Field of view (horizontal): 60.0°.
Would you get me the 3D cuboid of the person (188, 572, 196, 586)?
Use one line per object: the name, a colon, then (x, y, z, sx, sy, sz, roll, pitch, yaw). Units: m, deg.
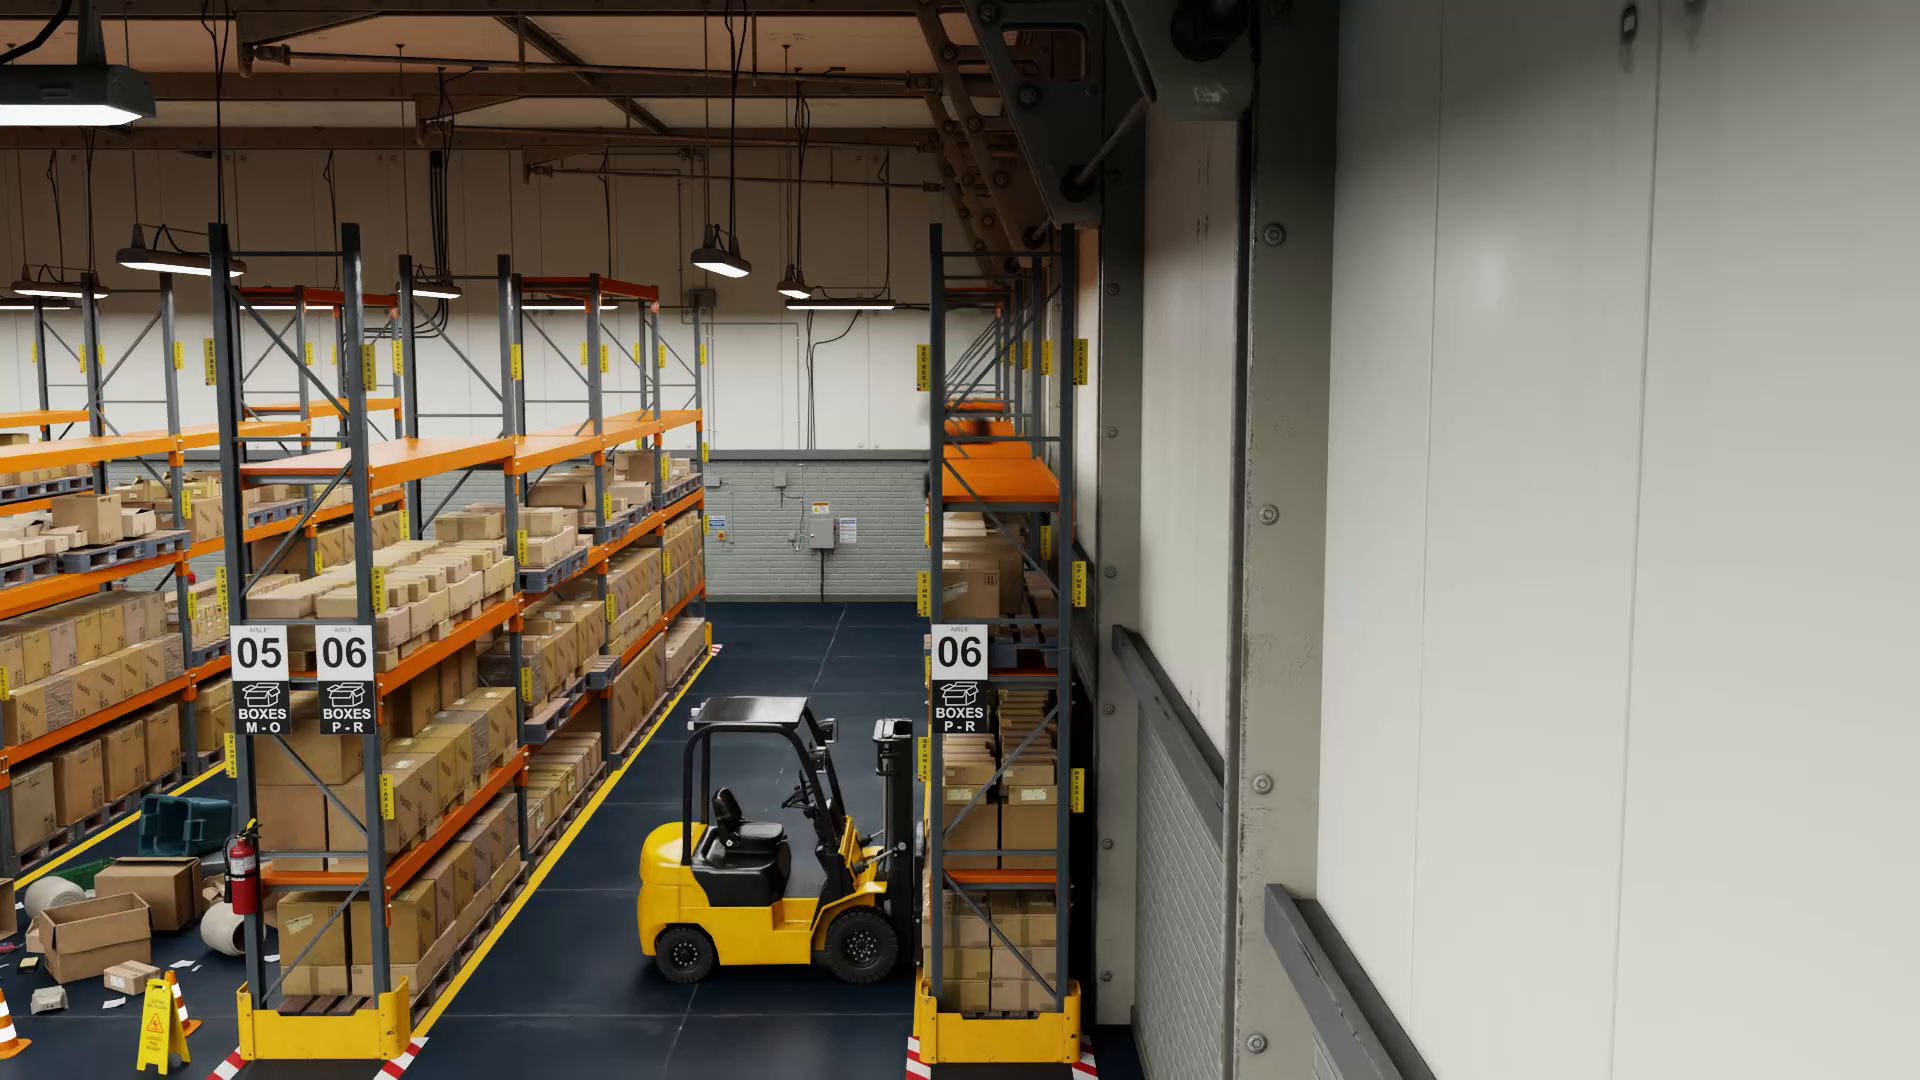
person: (-11.523, 1.349, 24.948, 0.665, 1.774, 0.941, 0, 7, -1)

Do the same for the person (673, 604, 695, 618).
person: (-4.948, 0.914, 29.124, 0.862, 1.713, 0.654, 2, 7, 15)

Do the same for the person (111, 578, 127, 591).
person: (-12.877, 1.359, 25.647, 0.641, 1.667, 0.994, 0, 7, -1)
